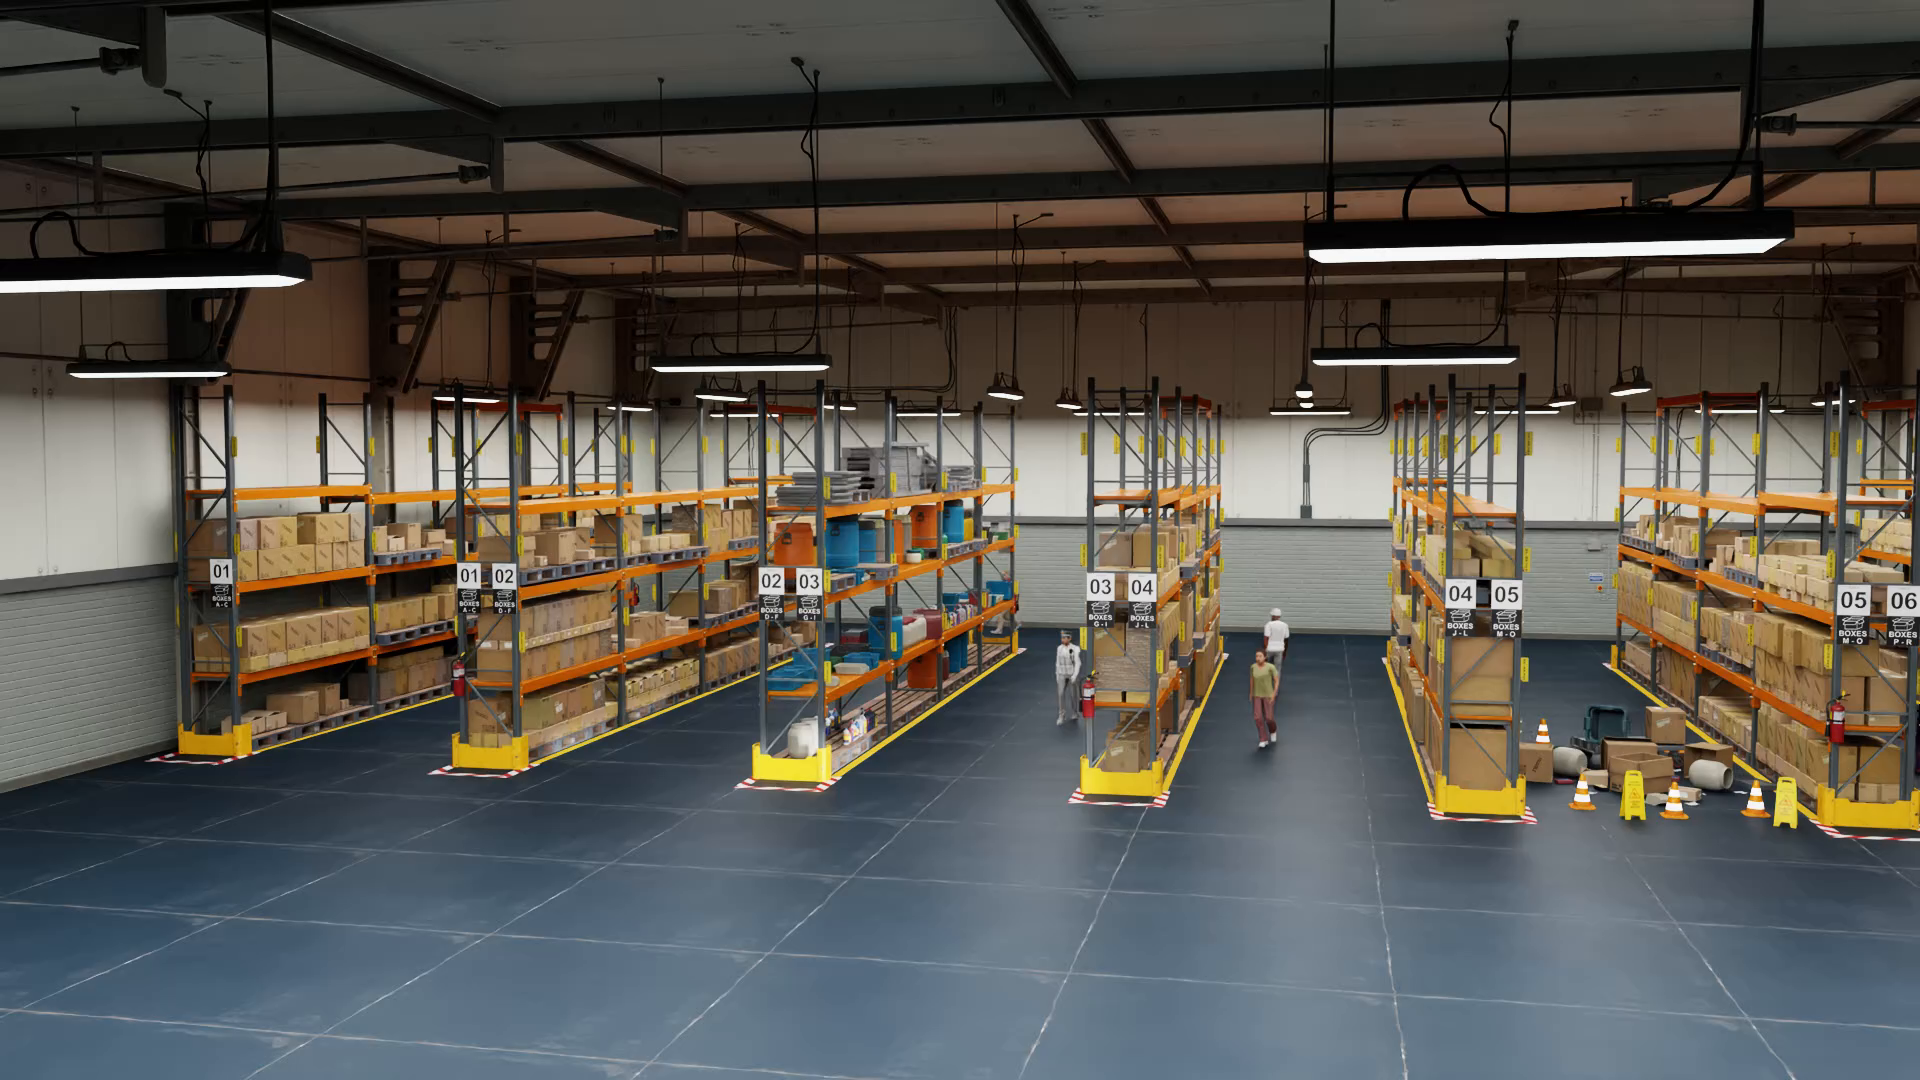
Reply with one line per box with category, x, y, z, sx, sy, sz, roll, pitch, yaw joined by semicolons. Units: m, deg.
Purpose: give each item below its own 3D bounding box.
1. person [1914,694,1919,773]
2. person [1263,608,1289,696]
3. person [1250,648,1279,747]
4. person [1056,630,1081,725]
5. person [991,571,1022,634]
person;14.837;2.804;25.344;0.496;1.675;0.606;0;3;7
person;6.348;2.275;33.435;0.542;1.809;0.602;0;3;6
person;5.127;2.622;27.926;0.510;1.652;0.608;2;4;26
person;1.948;2.475;30.241;0.521;1.663;0.819;1;3;22
person;1.244;1.656;44.478;0.939;1.687;0.511;-1;3;-16
